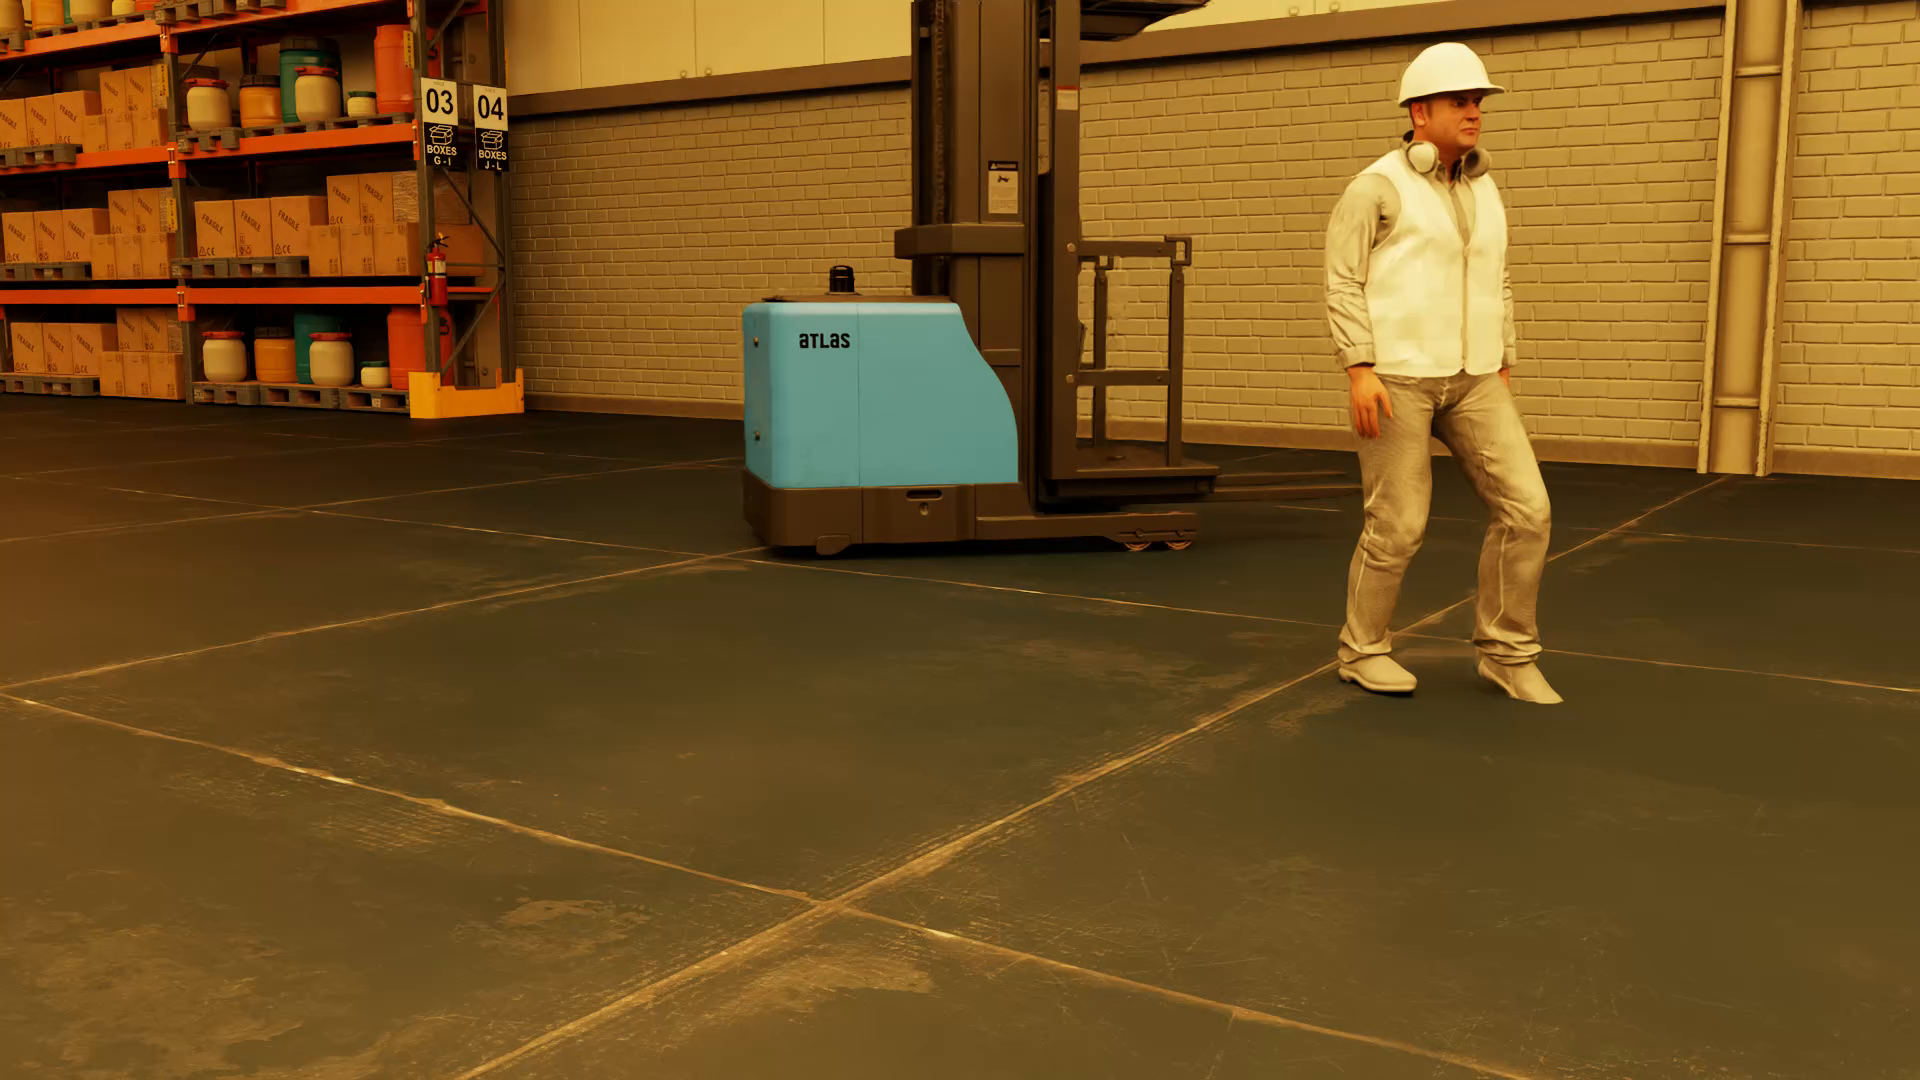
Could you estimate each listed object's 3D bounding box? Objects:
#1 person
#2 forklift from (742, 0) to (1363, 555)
[{"bbox_3d":[1.297,-0.414,4.515,0.631,1.817,0.540,-3,9,-21],"label":"person"},{"bbox_3d":[0.558,-1.475,7.566,3.031,2.935,1.130,-2,8,-15],"label":"forklift"}]
